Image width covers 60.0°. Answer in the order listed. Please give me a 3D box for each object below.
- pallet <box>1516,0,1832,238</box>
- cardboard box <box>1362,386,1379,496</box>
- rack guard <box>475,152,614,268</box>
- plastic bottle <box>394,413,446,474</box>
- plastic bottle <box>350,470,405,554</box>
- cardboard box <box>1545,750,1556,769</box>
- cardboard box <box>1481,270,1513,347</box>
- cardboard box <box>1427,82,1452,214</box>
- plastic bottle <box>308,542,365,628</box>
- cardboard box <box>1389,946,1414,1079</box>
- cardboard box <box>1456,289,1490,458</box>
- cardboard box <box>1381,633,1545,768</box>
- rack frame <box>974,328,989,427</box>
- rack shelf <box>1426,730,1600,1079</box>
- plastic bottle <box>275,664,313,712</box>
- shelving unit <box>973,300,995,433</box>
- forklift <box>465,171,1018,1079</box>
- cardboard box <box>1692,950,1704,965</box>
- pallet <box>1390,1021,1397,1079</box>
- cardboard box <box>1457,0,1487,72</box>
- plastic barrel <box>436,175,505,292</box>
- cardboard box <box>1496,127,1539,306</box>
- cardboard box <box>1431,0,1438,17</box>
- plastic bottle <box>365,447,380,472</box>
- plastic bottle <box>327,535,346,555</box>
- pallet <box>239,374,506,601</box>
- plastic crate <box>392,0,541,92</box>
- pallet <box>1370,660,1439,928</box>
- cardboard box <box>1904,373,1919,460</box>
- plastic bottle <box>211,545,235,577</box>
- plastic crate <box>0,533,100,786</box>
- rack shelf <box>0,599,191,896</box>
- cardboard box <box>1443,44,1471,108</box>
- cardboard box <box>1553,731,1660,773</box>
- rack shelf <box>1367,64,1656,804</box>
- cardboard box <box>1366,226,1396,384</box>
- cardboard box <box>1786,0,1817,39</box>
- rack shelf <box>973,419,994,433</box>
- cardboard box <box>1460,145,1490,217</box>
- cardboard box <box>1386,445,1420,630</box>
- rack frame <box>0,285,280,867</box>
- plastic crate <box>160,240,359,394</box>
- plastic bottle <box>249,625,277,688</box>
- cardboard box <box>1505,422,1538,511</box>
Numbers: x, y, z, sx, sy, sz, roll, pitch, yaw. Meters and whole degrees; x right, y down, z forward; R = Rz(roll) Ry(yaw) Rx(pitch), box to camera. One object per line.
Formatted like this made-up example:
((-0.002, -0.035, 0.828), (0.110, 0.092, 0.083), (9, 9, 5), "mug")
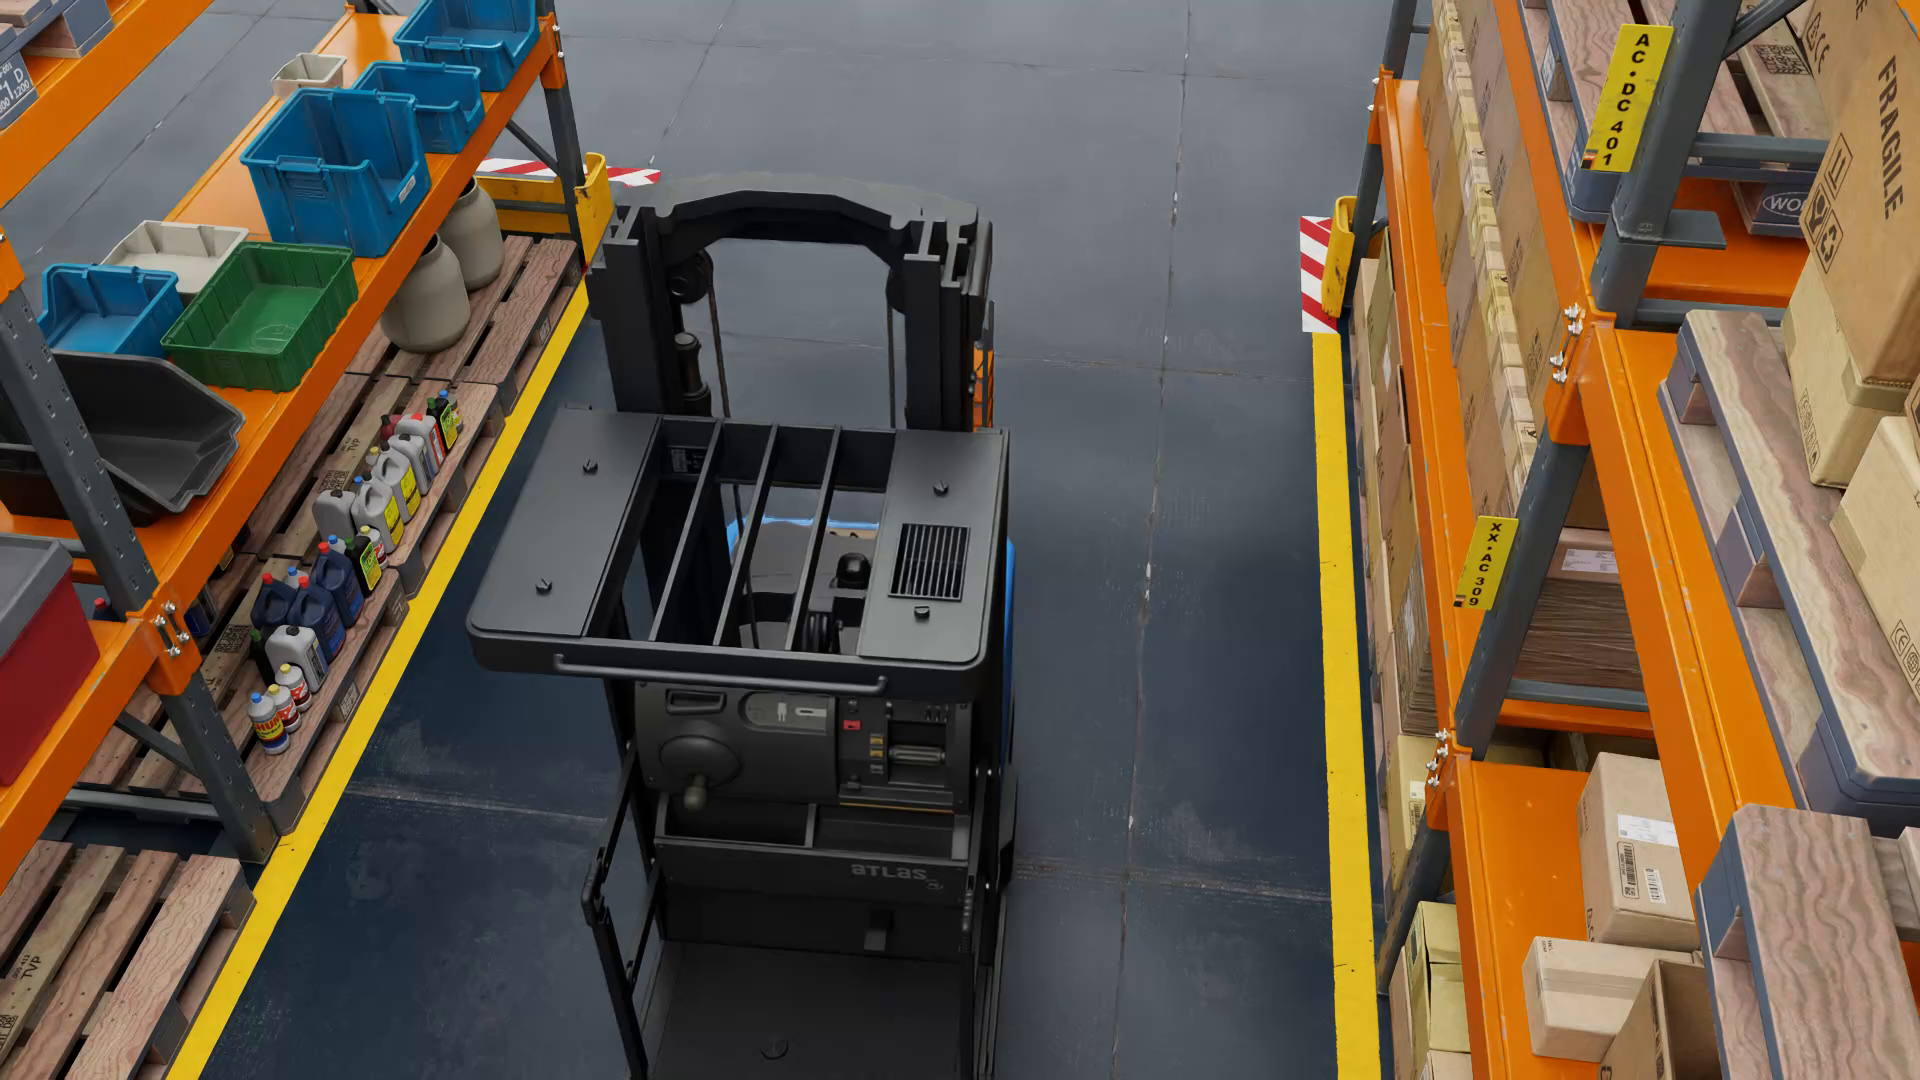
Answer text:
((2.000, -1.186, 4.203), (1.003, 0.211, 1.213), (5, 44, 6), "pallet")
((2.021, -0.398, 7.183), (0.500, 0.250, 0.500), (5, 44, 6), "cardboard box")
((-2.431, -1.760, 8.745), (1.175, 0.500, 0.348), (5, 44, 6), "rack guard")
((-2.337, -0.434, 7.188), (0.152, 0.276, 0.135), (6, 44, 6), "plastic bottle")
((-2.397, -0.127, 6.809), (0.144, 0.351, 0.185), (5, 44, 5), "plastic bottle")
((2.275, 1.012, 5.694), (0.500, 0.250, 0.500), (5, 44, 6), "cardboard box")
((1.873, -0.715, 5.279), (0.380, 0.149, 0.250), (5, 44, 5), "cardboard box")
((2.302, -1.632, 6.719), (0.700, 0.500, 0.500), (6, 44, 7), "cardboard box")
((-2.454, 0.163, 6.503), (0.144, 0.351, 0.185), (4, 44, 4), "plastic bottle")
((1.614, 1.553, 5.122), (0.500, 0.250, 0.500), (4, 44, 5), "cardboard box")
((2.099, -0.586, 5.615), (0.700, 0.500, 0.500), (6, 44, 6), "cardboard box")
((1.833, 0.625, 6.103), (0.500, 0.250, 0.500), (5, 44, 6), "cardboard box")
((-0.010, -0.383, 6.782), (0.240, 1.200, 0.006), (5, 44, 6), "rack frame")
((1.648, 2.079, 3.396), (1.077, 0.370, 4.000), (5, 44, 6), "rack shelf")
((-2.493, 0.543, 6.211), (0.097, 0.201, 0.097), (0, 43, 0), "plastic bottle")
((0.002, -0.446, 6.848), (0.258, 1.200, 0.189), (5, 44, 6), "shelving unit")
((-0.449, 0.659, 4.423), (1.130, 2.935, 3.031), (4, 44, 4), "forklift")
((1.979, 1.120, 3.984), (0.396, 0.266, 0.258), (4, 44, 4), "cardboard box")
((1.854, 1.973, 5.013), (1.003, 0.211, 1.213), (5, 44, 6), "pallet")
((2.296, -2.067, 6.235), (0.700, 0.500, 0.500), (4, 44, 4), "cardboard box")
((-2.479, -1.518, 8.175), (0.421, 0.512, 0.421), (0, 43, 0), "plastic barrel")
((2.098, -1.041, 5.152), (0.700, 0.500, 0.500), (5, 44, 5), "cardboard box")
((2.176, -2.295, 6.948), (0.380, 0.149, 0.250), (5, 44, 5), "cardboard box")
((-2.481, -0.311, 7.112), (0.097, 0.201, 0.097), (0, 43, 0), "plastic bottle")
((-2.471, 0.088, 6.639), (0.097, 0.271, 0.097), (0, 43, 0), "plastic bottle")
((-2.708, -0.273, 7.385), (1.003, 0.211, 1.213), (5, 44, 6), "pallet")
((-2.237, -2.302, 7.607), (0.499, 0.251, 0.616), (5, 44, 6), "plastic crate")
((2.059, 0.929, 6.115), (1.003, 0.211, 1.213), (5, 44, 6), "pallet")
((1.740, -0.198, 2.354), (0.500, 0.500, 0.500), (9, 44, 10), "cardboard box")
((-3.024, 0.004, 6.719), (0.061, 0.283, 0.133), (5, 44, 6), "plastic bottle")
((-2.757, 0.337, 4.666), (0.402, 0.464, 0.583), (5, 44, 6), "plastic crate")
((-3.261, 1.626, 3.874), (1.077, 0.370, 4.000), (5, 44, 6), "rack shelf")
((2.074, -1.773, 6.397), (0.380, 0.149, 0.250), (5, 44, 5), "cardboard box")
((2.284, 0.741, 5.435), (0.500, 0.500, 0.500), (5, 44, 6), "cardboard box")
((2.177, -0.647, 6.275), (1.077, 0.370, 4.000), (5, 44, 6), "rack shelf")
((2.086, -1.011, 7.285), (0.500, 0.500, 0.500), (5, 44, 6), "cardboard box")
((2.312, -1.493, 4.121), (0.500, 0.311, 0.500), (3, 44, 3), "cardboard box")
((0.002, -0.413, 6.878), (0.258, 0.103, 0.180), (5, 44, 6), "rack shelf")
((1.972, -1.248, 5.842), (0.380, 0.149, 0.250), (6, 44, 6), "cardboard box")
((1.897, 0.012, 6.205), (0.500, 0.500, 0.500), (5, 44, 6), "cardboard box")
((-2.997, 0.002, 5.066), (1.000, 3.000, 0.127), (5, 44, 6), "rack frame")
((-2.537, -0.820, 6.089), (0.450, 0.188, 0.662), (5, 44, 6), "plastic crate")
((-2.610, 0.419, 6.281), (0.061, 0.283, 0.133), (5, 44, 6), "plastic bottle")
((1.771, -0.190, 4.725), (0.380, 0.149, 0.250), (4, 44, 5), "cardboard box")
